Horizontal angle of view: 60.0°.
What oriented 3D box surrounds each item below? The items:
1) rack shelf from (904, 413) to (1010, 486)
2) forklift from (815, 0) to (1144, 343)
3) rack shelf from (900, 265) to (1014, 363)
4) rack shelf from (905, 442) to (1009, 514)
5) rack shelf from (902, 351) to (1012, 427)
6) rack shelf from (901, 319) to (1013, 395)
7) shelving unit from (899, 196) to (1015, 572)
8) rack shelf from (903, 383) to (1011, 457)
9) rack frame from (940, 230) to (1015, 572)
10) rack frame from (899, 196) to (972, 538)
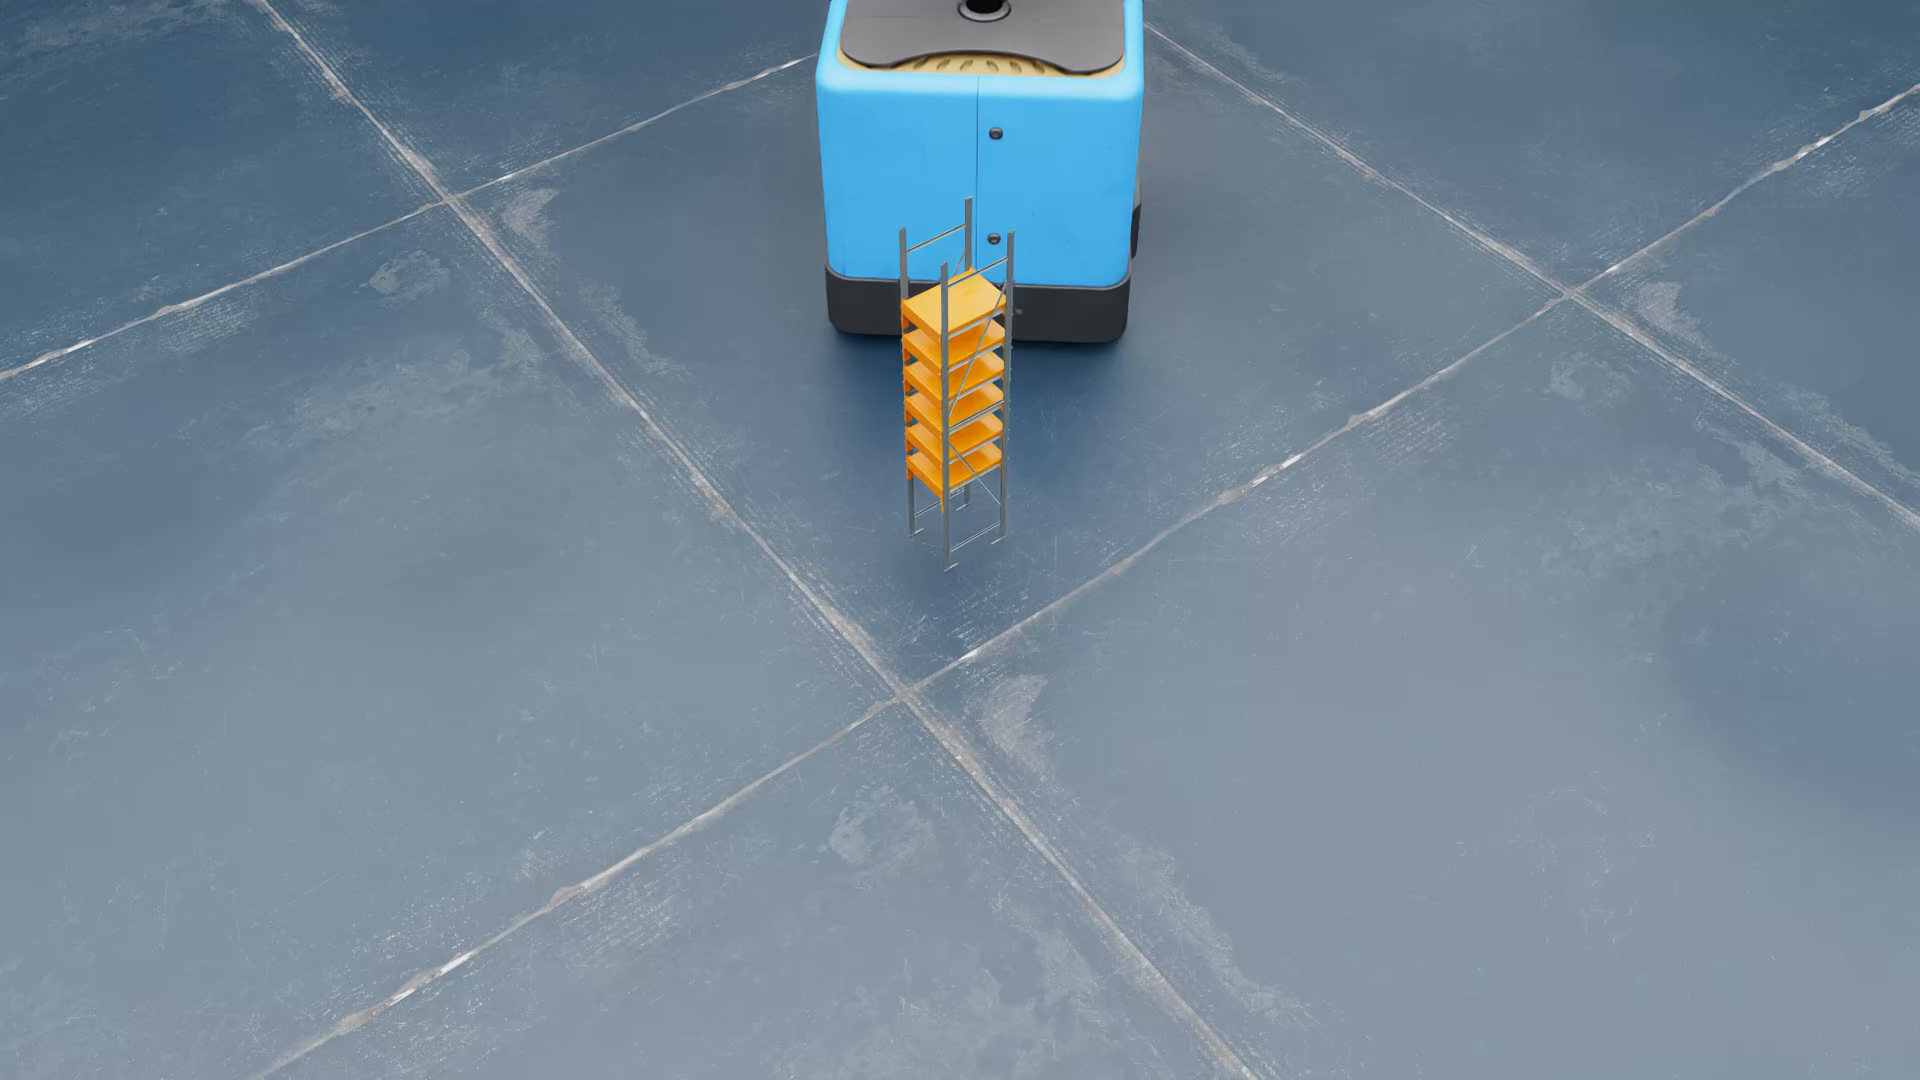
[{"bbox_3d":[-0.009,-0.301,4.935,0.258,0.103,0.180,-29,54,-24],"label":"rack shelf"},{"bbox_3d":[0.144,-2.757,5.771,1.130,2.935,3.031,3,48,2],"label":"forklift"},{"bbox_3d":[-0.009,-0.623,4.579,0.258,0.103,0.180,-29,54,-24],"label":"rack shelf"},{"bbox_3d":[-0.009,-0.220,5.024,0.258,0.103,0.180,-29,54,-24],"label":"rack shelf"},{"bbox_3d":[-0.009,-0.462,4.757,0.258,0.103,0.180,-29,54,-24],"label":"rack shelf"},{"bbox_3d":[-0.009,-0.543,4.668,0.258,0.103,0.180,-29,54,-24],"label":"rack shelf"},{"bbox_3d":[-0.009,-0.412,4.813,0.258,1.200,0.189,-29,54,-24],"label":"shelving unit"},{"bbox_3d":[-0.009,-0.382,4.846,0.258,0.103,0.180,-29,54,-24],"label":"rack shelf"},{"bbox_3d":[0.047,-0.358,4.764,0.240,1.200,0.006,-29,54,-24],"label":"rack frame"},{"bbox_3d":[-0.064,-0.465,4.862,0.240,1.200,0.006,-29,54,-24],"label":"rack frame"}]
